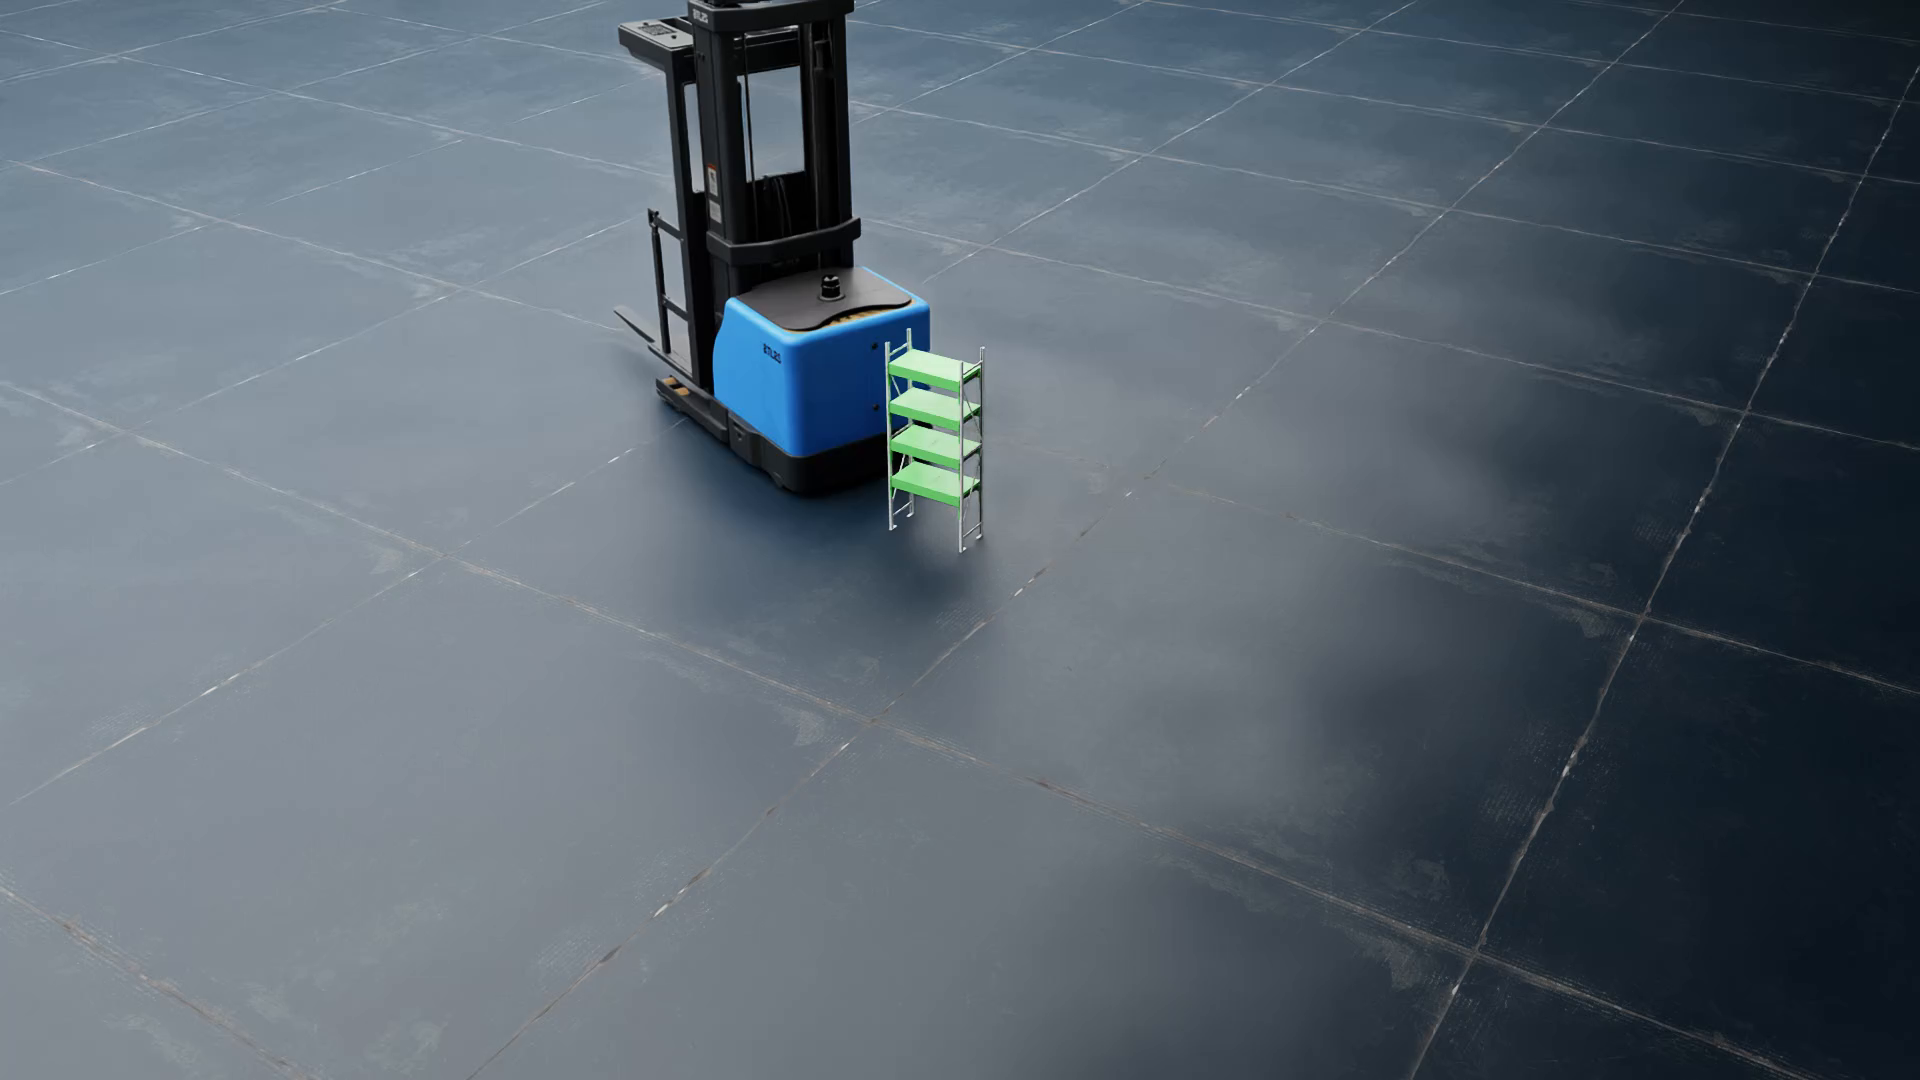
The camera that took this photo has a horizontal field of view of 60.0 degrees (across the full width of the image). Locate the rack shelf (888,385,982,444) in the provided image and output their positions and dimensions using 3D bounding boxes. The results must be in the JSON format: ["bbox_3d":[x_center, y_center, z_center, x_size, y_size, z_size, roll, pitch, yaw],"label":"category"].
[{"bbox_3d":[-0.140,-0.715,9.435,0.480,0.148,0.258,18,35,27],"label":"rack shelf"}]

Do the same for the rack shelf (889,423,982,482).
[{"bbox_3d":[-0.140,-0.507,9.556,0.480,0.148,0.258,18,35,27],"label":"rack shelf"}]

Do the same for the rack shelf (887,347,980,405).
[{"bbox_3d":[-0.140,-0.922,9.314,0.480,0.148,0.258,18,35,27],"label":"rack shelf"}]

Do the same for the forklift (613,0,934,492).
[{"bbox_3d":[-1.417,-2.251,10.700,1.130,2.935,3.031,-19,35,-29],"label":"forklift"}]

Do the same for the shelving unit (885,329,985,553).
[{"bbox_3d":[-0.140,-0.563,9.524,0.503,1.200,0.258,18,35,27],"label":"shelving unit"}]

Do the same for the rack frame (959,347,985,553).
[{"bbox_3d":[0.066,-0.497,9.412,0.015,1.200,0.240,18,35,27],"label":"rack frame"}]

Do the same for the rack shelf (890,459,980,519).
[{"bbox_3d":[-0.140,-0.300,9.677,0.480,0.148,0.258,18,35,27],"label":"rack shelf"}]

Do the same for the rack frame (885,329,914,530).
[{"bbox_3d":[-0.347,-0.628,9.636,0.015,1.200,0.240,18,35,27],"label":"rack frame"}]
